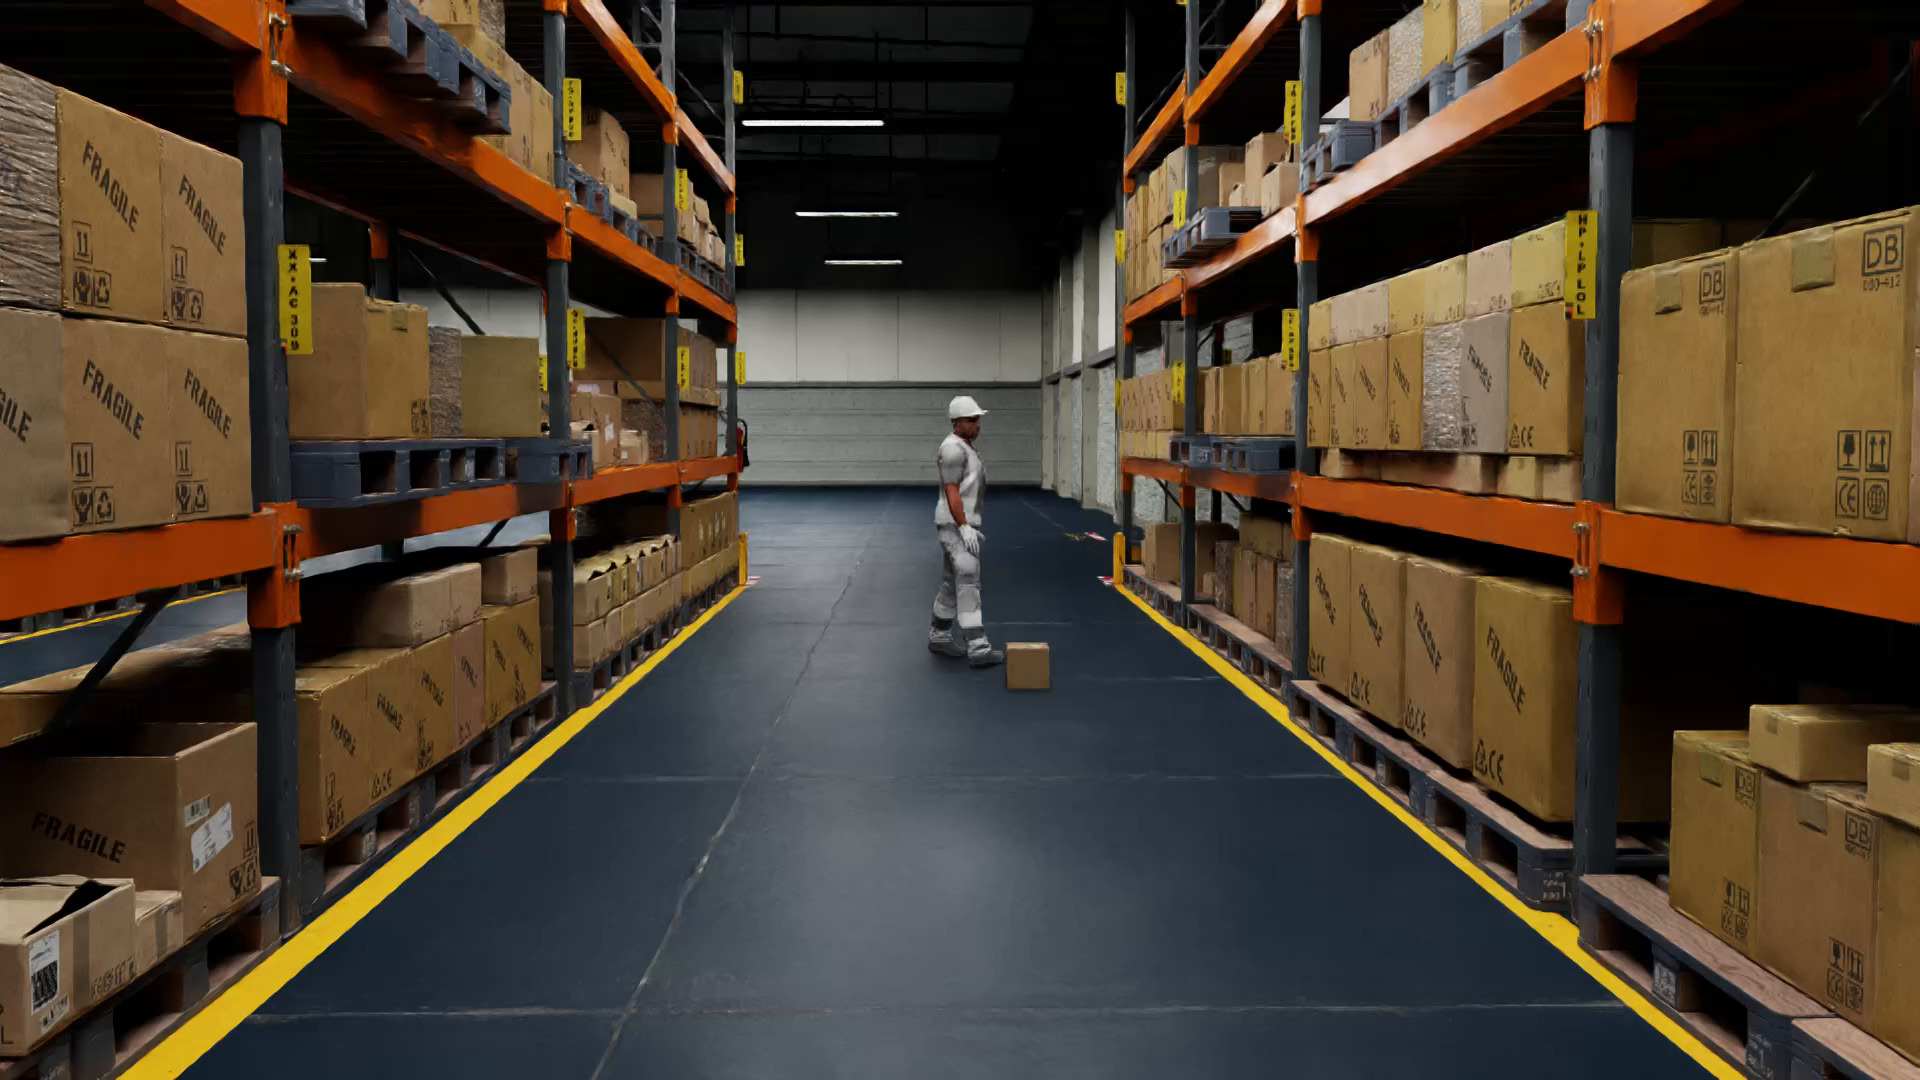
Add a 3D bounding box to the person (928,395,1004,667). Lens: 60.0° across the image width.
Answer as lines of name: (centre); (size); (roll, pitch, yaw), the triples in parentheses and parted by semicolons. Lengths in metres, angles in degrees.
person: (0.030, -0.073, 11.157); (0.551, 1.783, 0.644); (0, 4, 5)
